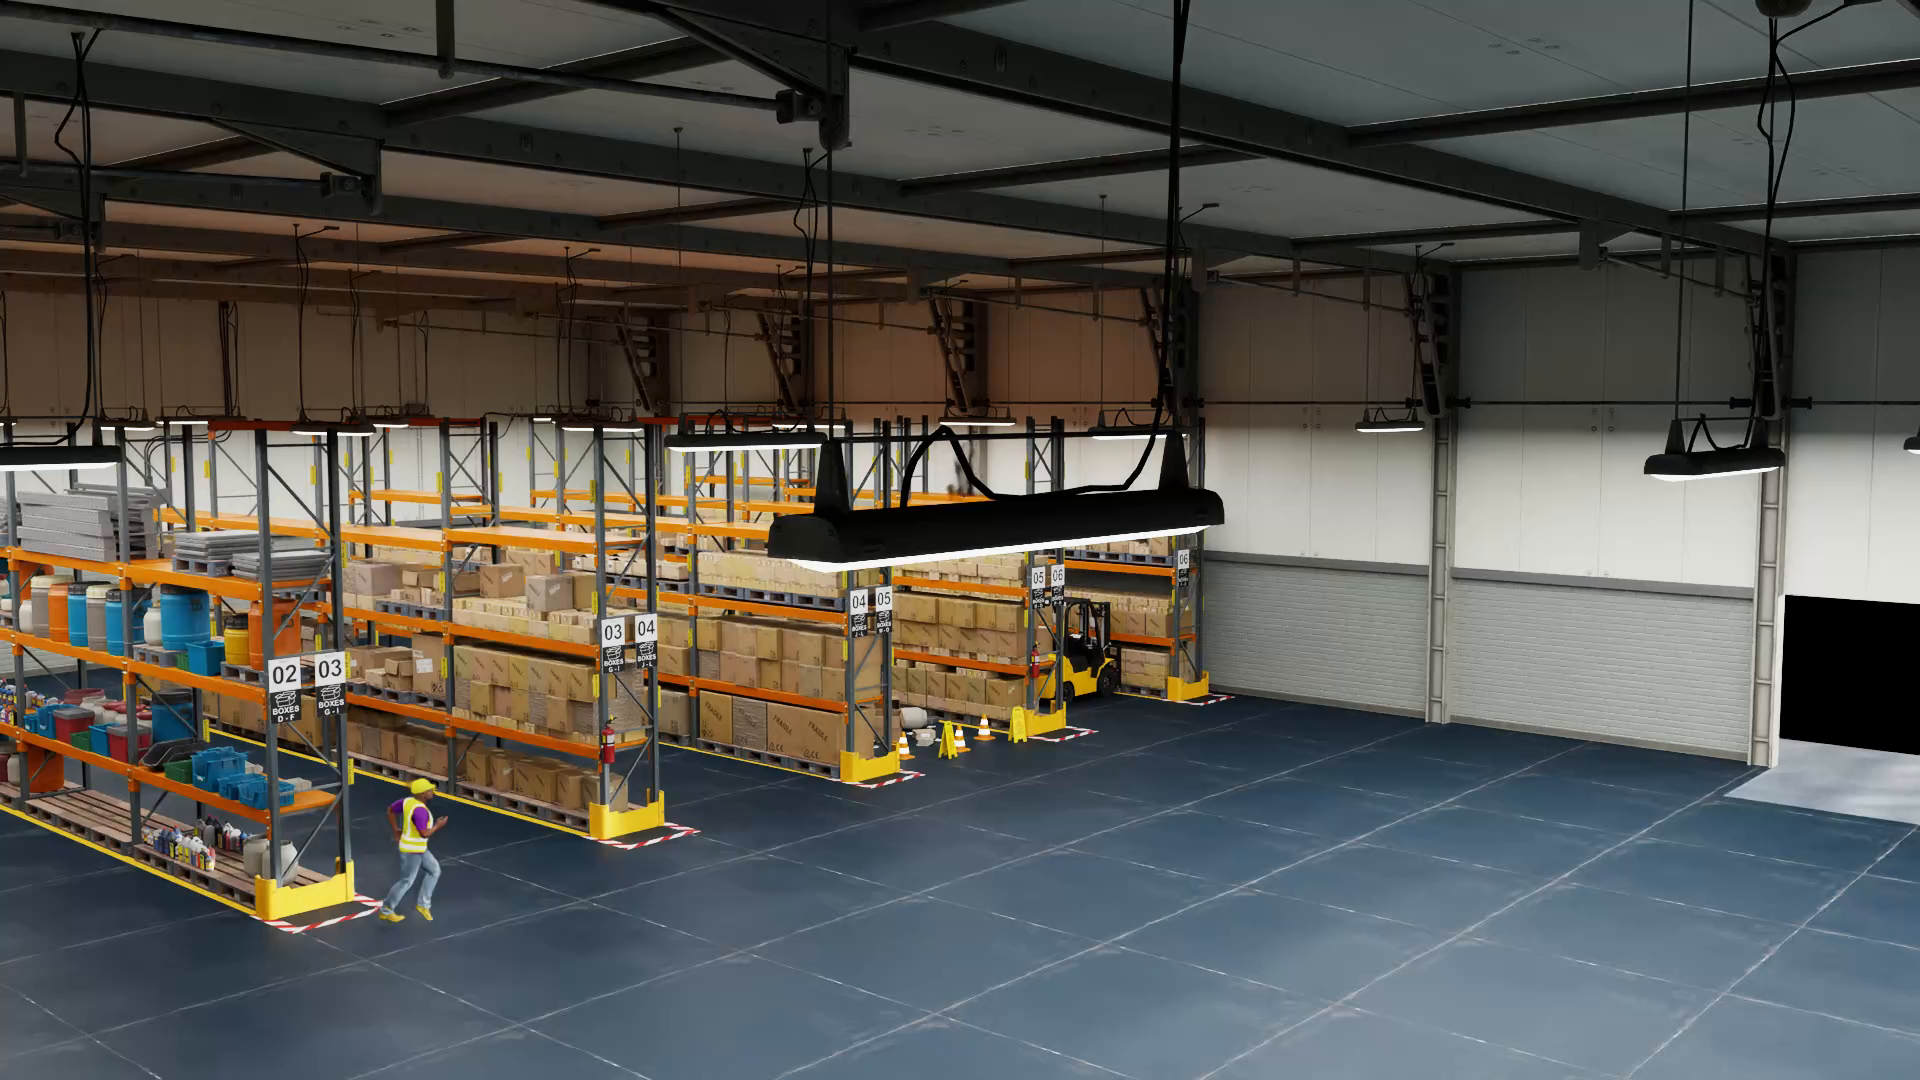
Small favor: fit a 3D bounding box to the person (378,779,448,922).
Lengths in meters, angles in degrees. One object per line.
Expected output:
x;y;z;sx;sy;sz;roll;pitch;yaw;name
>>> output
-6.624;3.796;20.124;0.831;1.818;0.662;-2;5;-21;person
